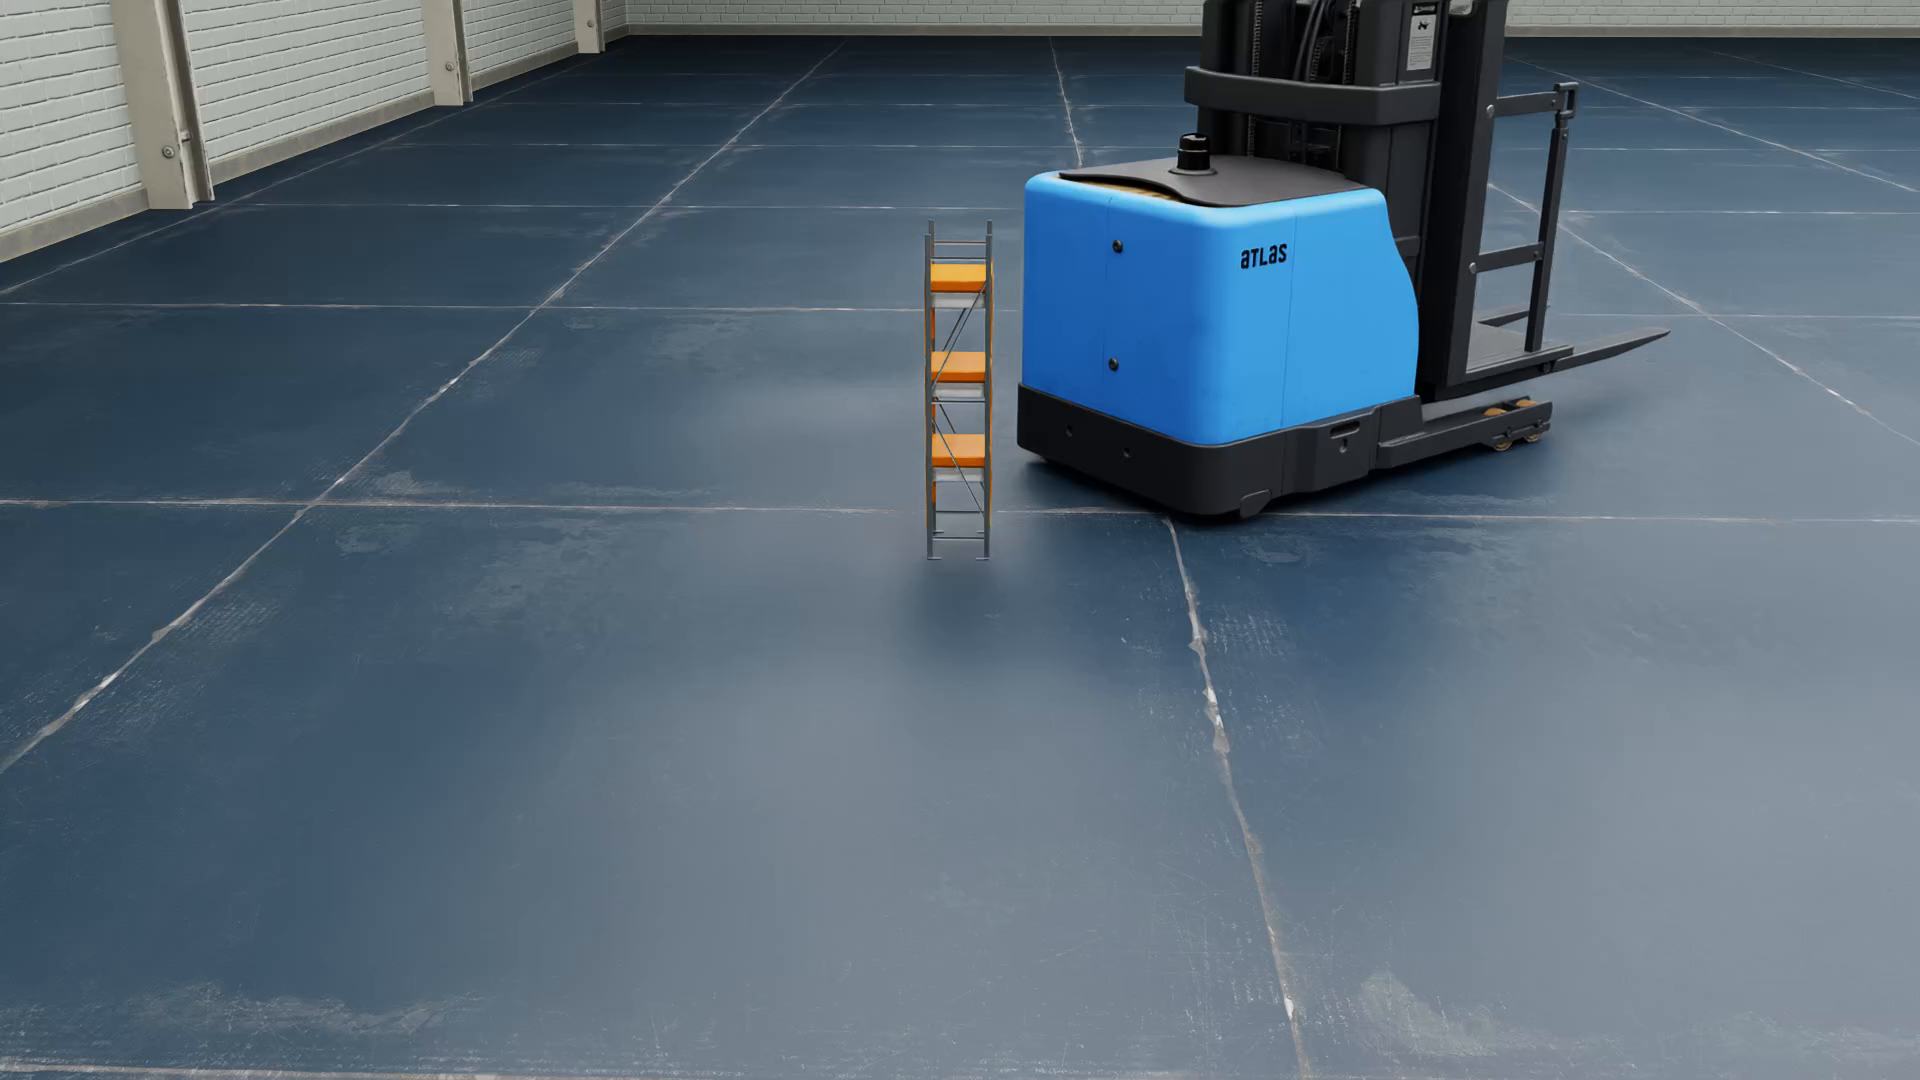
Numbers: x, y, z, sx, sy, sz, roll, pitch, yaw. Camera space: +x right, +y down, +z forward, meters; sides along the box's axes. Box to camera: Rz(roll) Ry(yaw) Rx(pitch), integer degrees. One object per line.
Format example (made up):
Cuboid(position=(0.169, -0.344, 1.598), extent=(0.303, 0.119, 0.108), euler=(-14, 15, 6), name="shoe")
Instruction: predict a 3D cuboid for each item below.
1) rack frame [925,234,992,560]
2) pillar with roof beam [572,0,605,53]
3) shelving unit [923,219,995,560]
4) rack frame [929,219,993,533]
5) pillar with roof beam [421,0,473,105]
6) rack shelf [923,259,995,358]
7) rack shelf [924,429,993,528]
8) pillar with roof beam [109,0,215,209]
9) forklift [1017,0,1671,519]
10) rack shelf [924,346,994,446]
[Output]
Cuboid(position=(-0.005, -0.426, 5.175), extent=(0.200, 1.050, 0.008), euler=(1, 21, 2), name="rack frame")
Cuboid(position=(-0.742, -10.819, 20.972), extent=(9.100, 9.000, 0.400), euler=(1, 21, 2), name="pillar with roof beam")
Cuboid(position=(-0.002, -0.470, 5.289), extent=(0.215, 1.050, 0.252), euler=(1, 21, 2), name="shelving unit")
Cuboid(position=(0.002, -0.514, 5.403), extent=(0.200, 1.050, 0.008), euler=(1, 21, 2), name="rack frame")
Cuboid(position=(-0.924, -8.649, 15.381), extent=(9.100, 9.000, 0.400), euler=(1, 21, 2), name="pillar with roof beam")
Cuboid(position=(-0.002, -0.725, 5.190), extent=(0.215, 0.259, 0.240), euler=(1, 21, 2), name="rack shelf")
Cuboid(position=(-0.002, -0.201, 5.394), extent=(0.215, 0.259, 0.240), euler=(1, 21, 2), name="rack shelf")
Cuboid(position=(-1.107, -6.480, 9.790), extent=(9.100, 9.000, 0.400), euler=(1, 21, 2), name="pillar with roof beam")
Cuboid(position=(1.700, -1.846, 6.234), extent=(3.031, 2.935, 1.130), euler=(-15, 26, -34), name="forklift")
Cuboid(position=(-0.002, -0.460, 5.293), extent=(0.215, 0.259, 0.240), euler=(1, 21, 2), name="rack shelf")
